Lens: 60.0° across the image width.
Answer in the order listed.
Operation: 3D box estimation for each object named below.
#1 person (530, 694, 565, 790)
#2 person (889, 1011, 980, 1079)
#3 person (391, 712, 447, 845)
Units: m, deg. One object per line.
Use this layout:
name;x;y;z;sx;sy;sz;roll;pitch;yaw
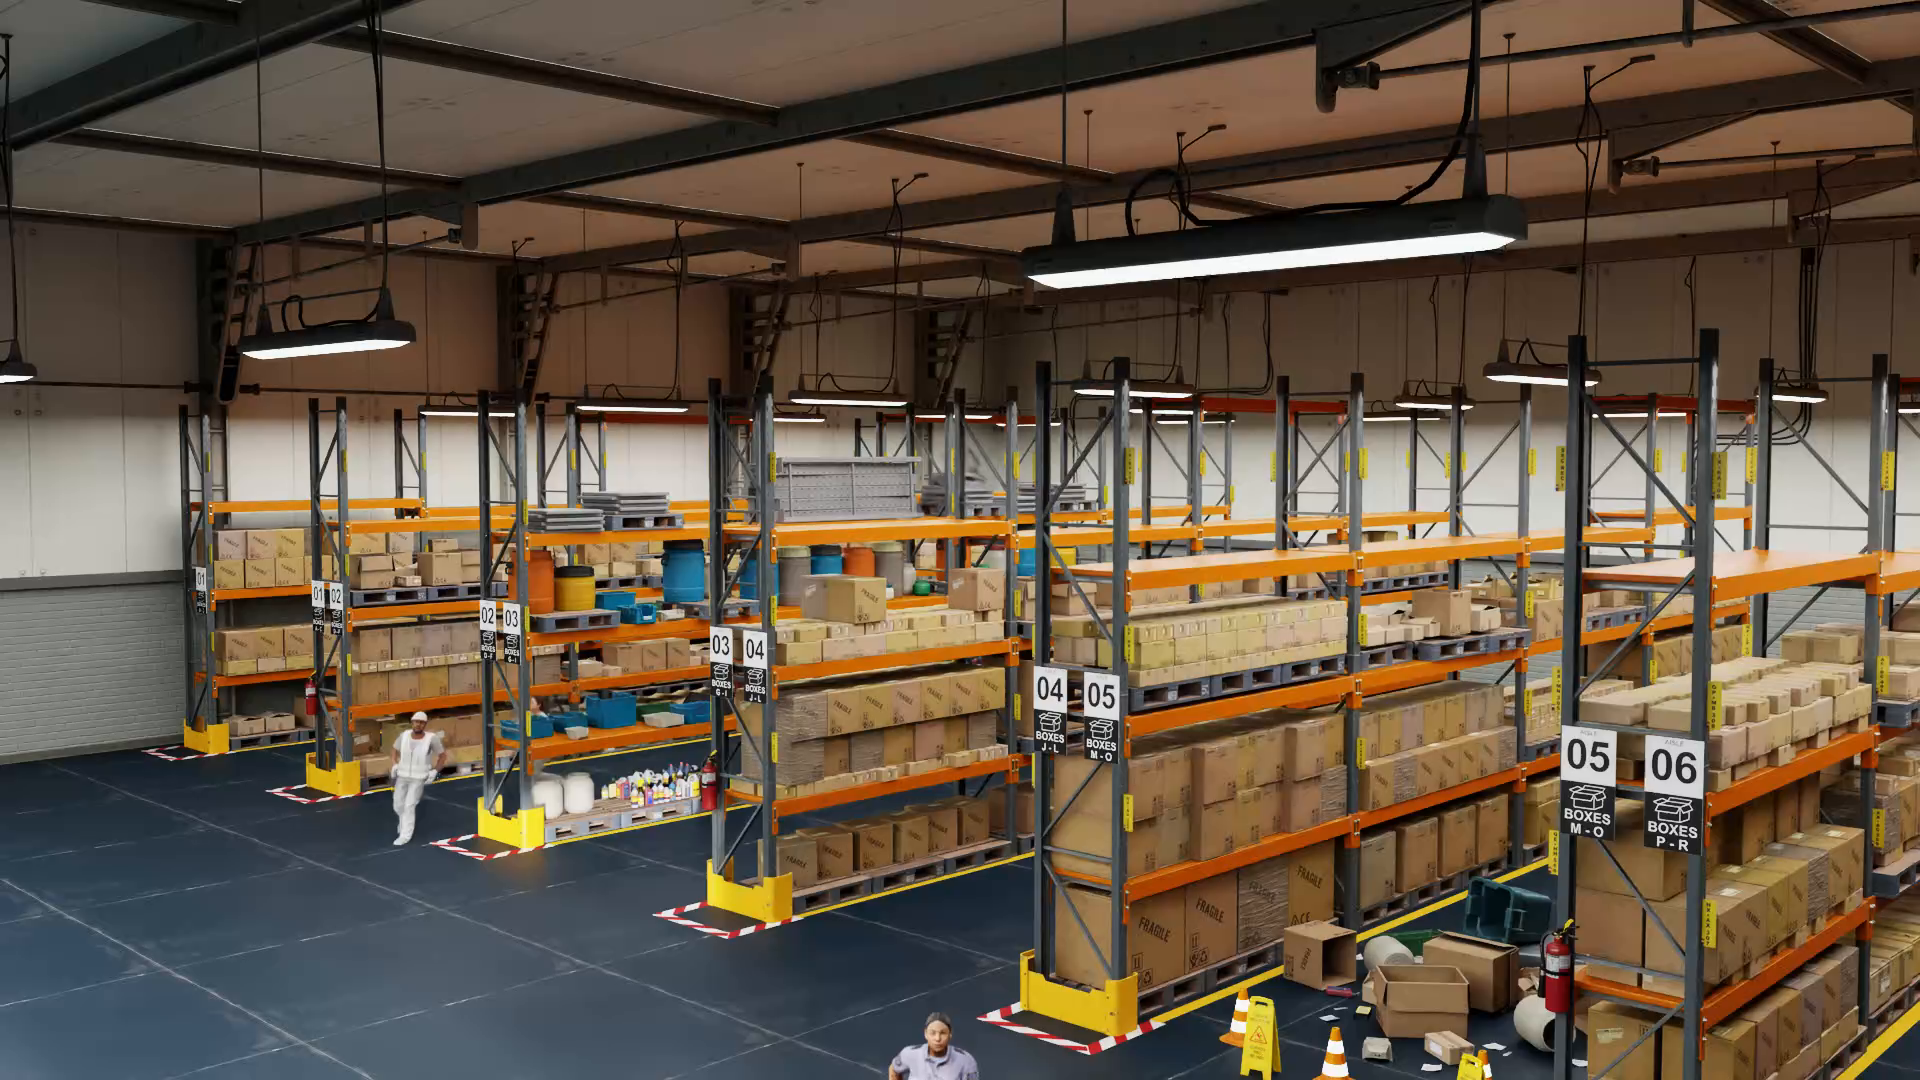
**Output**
person;-6.145;3.071;24.320;0.663;1.640;0.583;-3;4;-44
person;-0.151;3.798;10.479;0.570;1.688;0.783;0;3;-5
person;-7.198;3.137;22.089;0.743;1.737;0.661;0;3;0
